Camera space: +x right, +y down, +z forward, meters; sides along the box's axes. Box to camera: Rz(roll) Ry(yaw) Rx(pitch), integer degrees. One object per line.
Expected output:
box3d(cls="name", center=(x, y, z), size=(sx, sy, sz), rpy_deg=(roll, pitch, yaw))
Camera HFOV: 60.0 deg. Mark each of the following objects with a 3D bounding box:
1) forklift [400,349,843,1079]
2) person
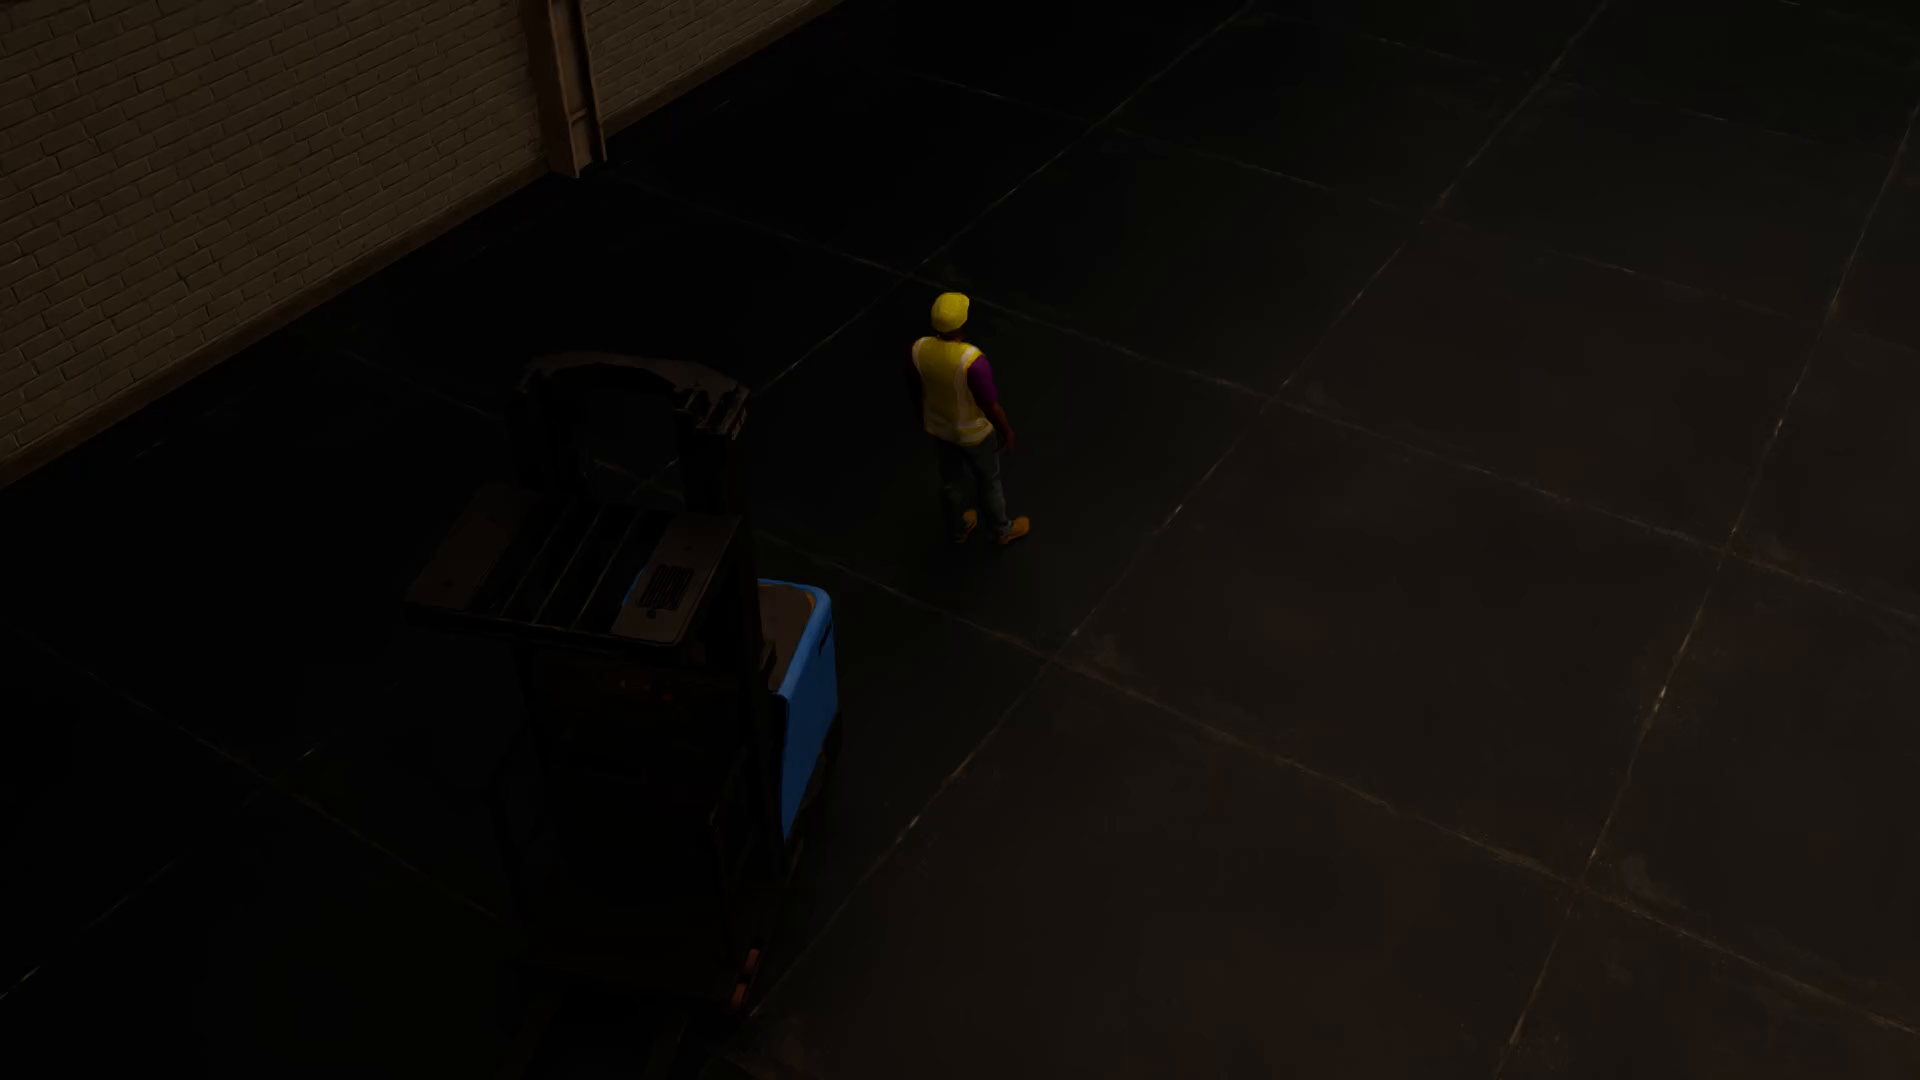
box3d(cls="forklift", center=(-1.444, 0.803, 7.019), size=(1.130, 2.935, 3.031), rpy_deg=(8, 41, 9))
box3d(cls="person", center=(0.042, -0.713, 9.703), size=(0.665, 1.760, 0.576), rpy_deg=(22, 45, 24))
